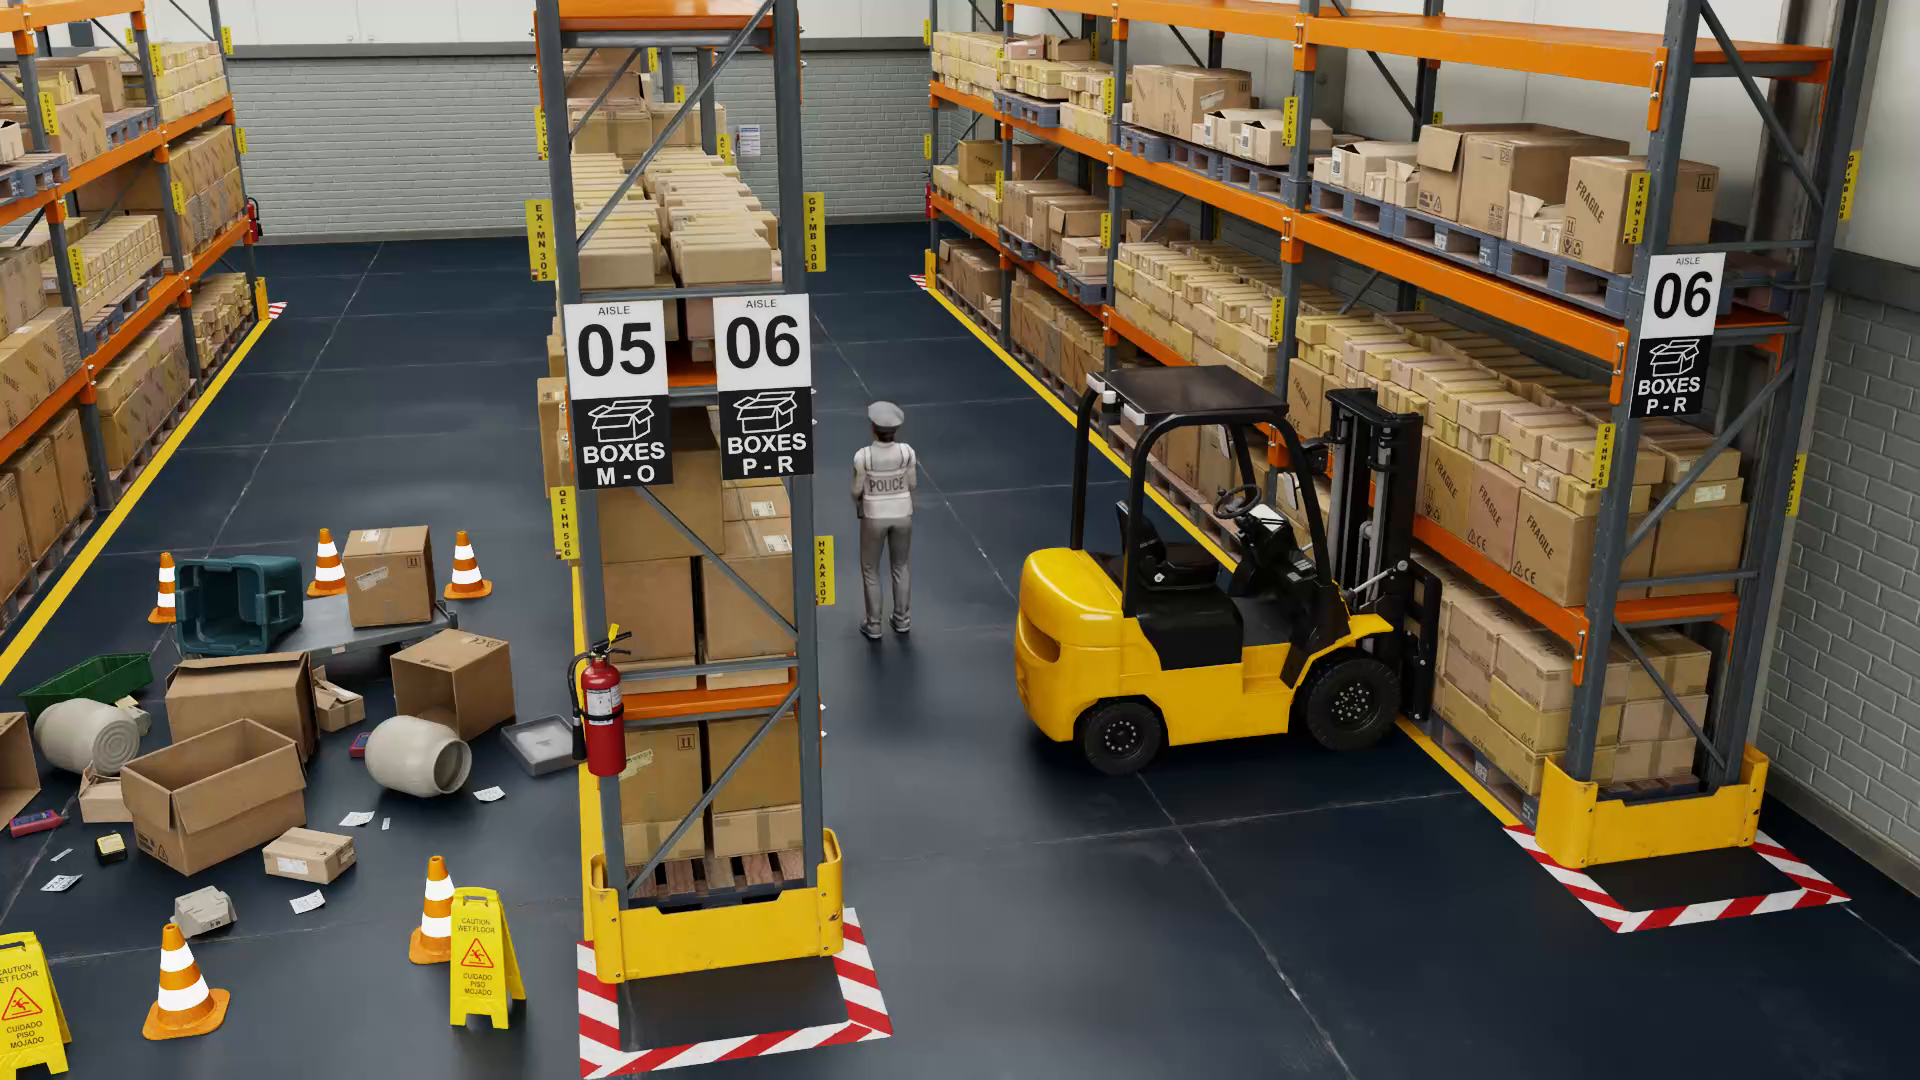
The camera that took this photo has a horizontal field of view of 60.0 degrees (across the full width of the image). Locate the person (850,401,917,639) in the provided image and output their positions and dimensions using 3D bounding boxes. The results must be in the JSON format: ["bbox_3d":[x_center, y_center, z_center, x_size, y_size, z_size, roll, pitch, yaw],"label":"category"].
[{"bbox_3d":[-0.527,-0.161,11.486,0.459,1.686,0.553,-6,21,-15],"label":"person"}]
